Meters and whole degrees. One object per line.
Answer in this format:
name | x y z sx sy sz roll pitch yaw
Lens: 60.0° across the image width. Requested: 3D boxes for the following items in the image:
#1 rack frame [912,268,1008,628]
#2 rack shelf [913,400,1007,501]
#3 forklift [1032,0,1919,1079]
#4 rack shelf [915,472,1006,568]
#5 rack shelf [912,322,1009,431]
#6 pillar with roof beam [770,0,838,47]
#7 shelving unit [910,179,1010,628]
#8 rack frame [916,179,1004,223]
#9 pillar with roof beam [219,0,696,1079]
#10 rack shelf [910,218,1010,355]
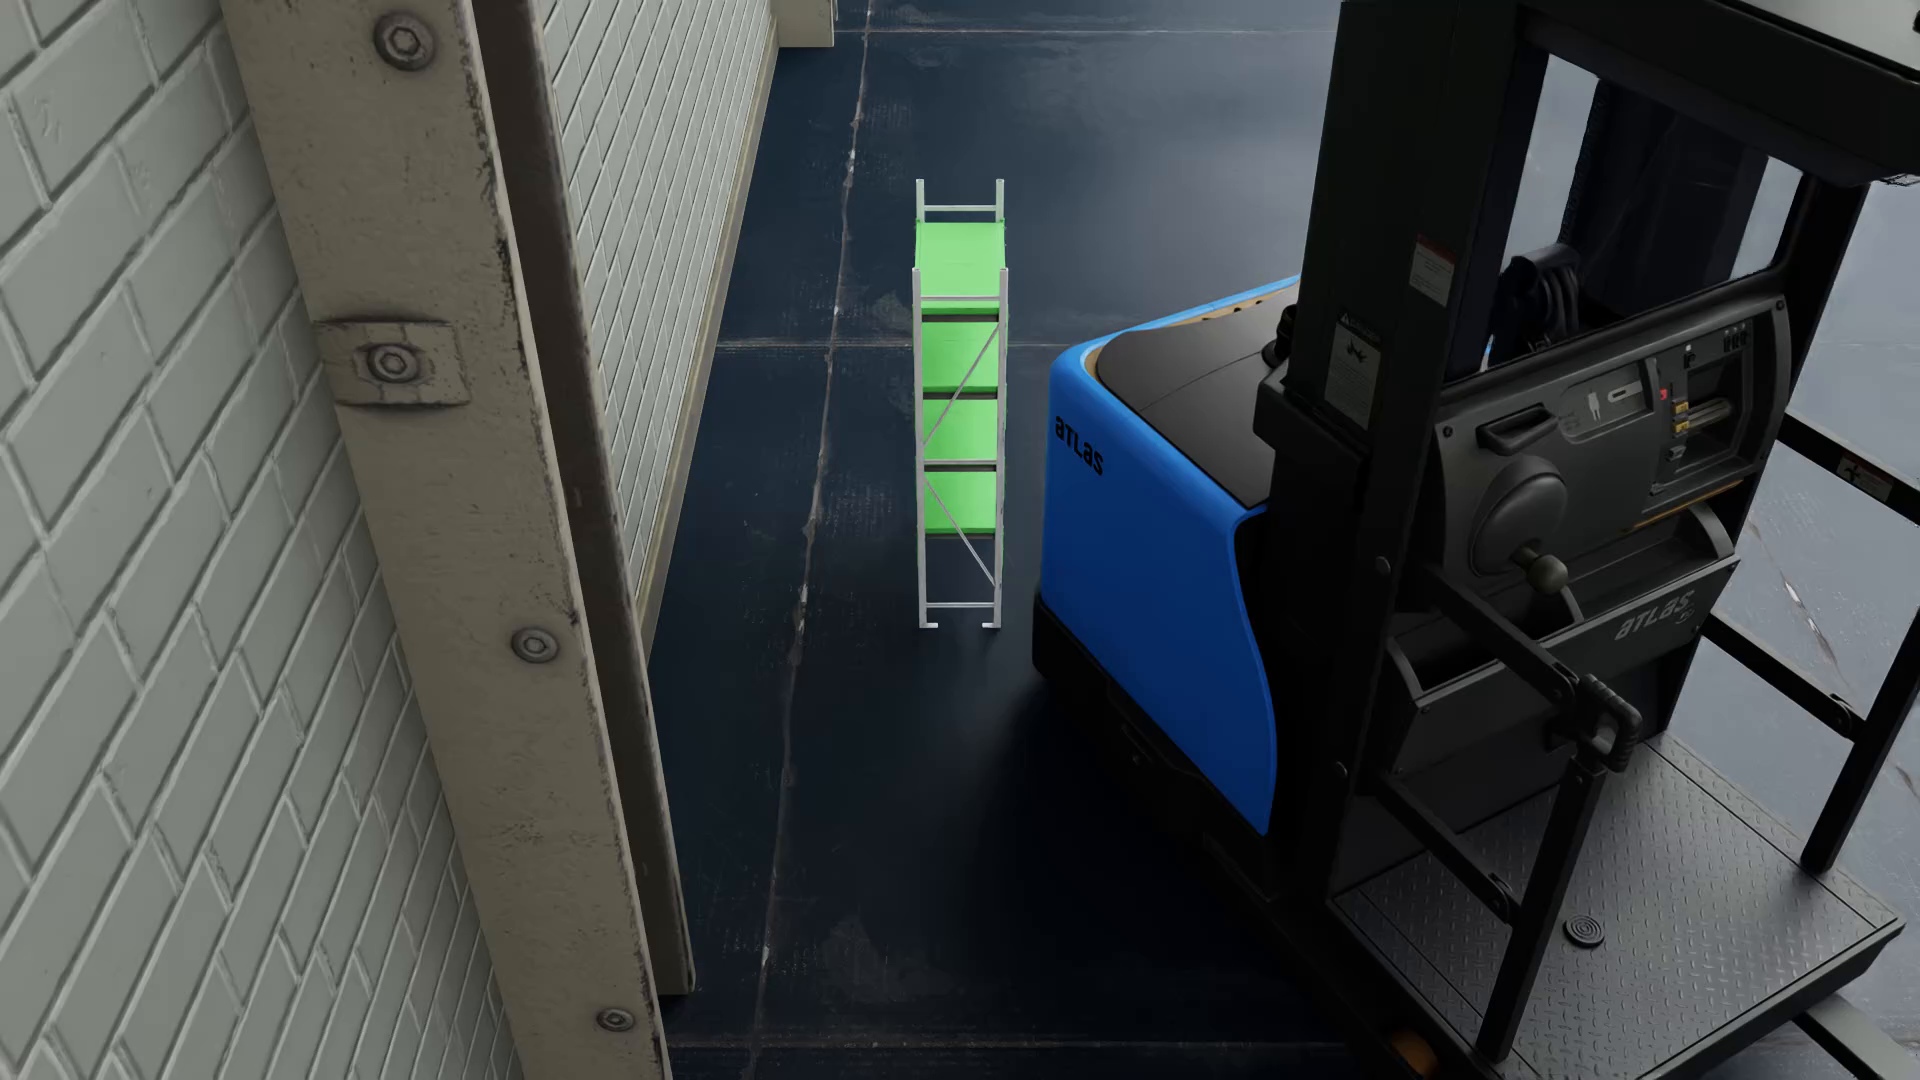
rack frame | 0.001 -0.212 4.555 0.240 1.200 0.015 0 39 0
rack shelf | 0.000 -0.315 4.786 0.258 0.148 0.480 0 39 0
forklift | 1.375 -0.121 3.058 1.130 2.935 3.031 -20 43 -23
rack shelf | 0.000 -0.128 4.936 0.258 0.148 0.480 0 39 0
rack shelf | 0.000 -0.502 4.635 0.258 0.148 0.480 0 39 0
pillar with roof beam | 3.515 -6.110 5.678 9.100 9.000 0.400 0 39 0
shelving unit | 0.000 -0.365 4.746 0.258 1.200 0.503 0 39 0
rack frame | 0.000 -0.517 4.936 0.240 1.200 0.015 0 39 0
pillar with roof beam | 3.522 -2.358 0.996 9.100 9.000 0.400 0 39 0
rack shelf | 0.000 -0.689 4.485 0.258 0.148 0.480 0 39 0
